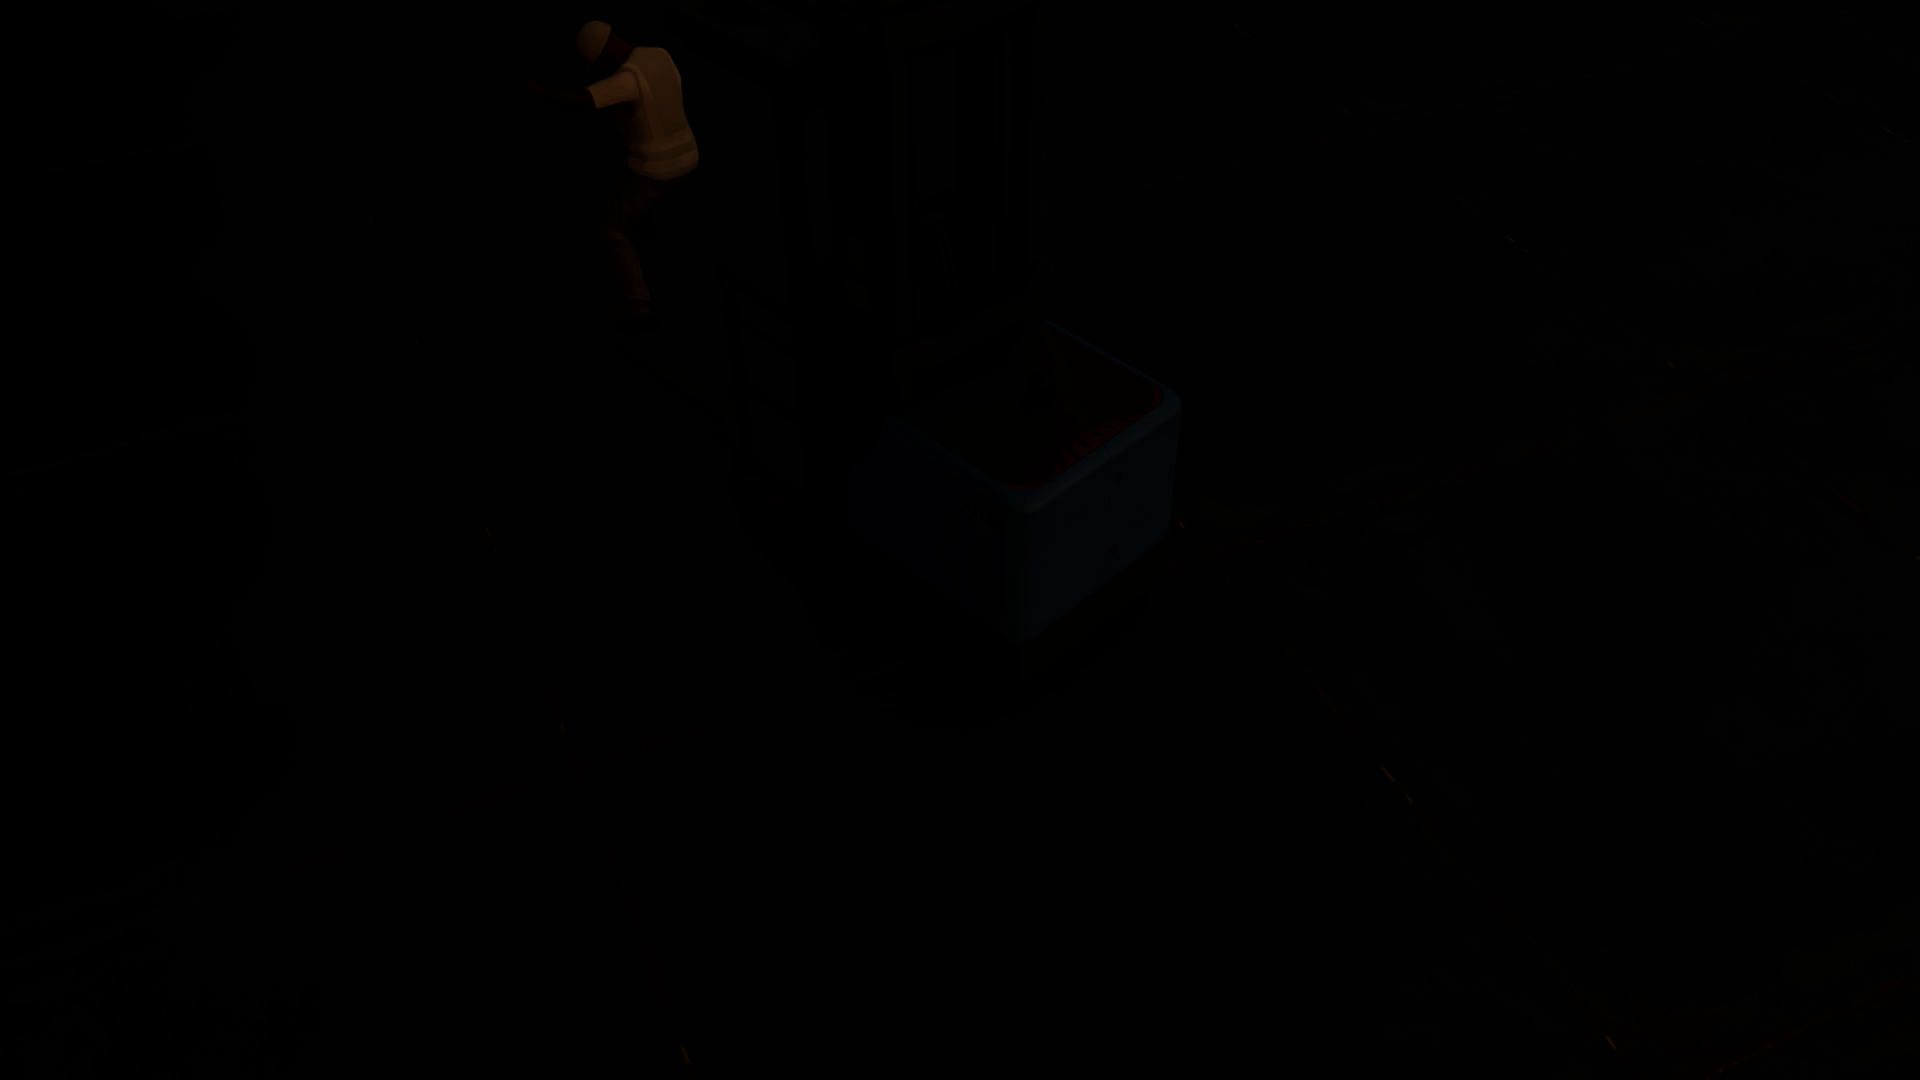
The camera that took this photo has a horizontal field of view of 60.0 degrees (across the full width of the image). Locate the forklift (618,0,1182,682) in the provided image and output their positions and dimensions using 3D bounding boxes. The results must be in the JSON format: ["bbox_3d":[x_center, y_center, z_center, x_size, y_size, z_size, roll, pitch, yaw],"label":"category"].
[{"bbox_3d":[-0.460,-1.363,7.141,3.031,2.935,1.130,34,53,31],"label":"forklift"}]

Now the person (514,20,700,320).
[{"bbox_3d":[-1.829,-2.164,9.154,0.954,1.424,1.258,22,47,22],"label":"person"}]
